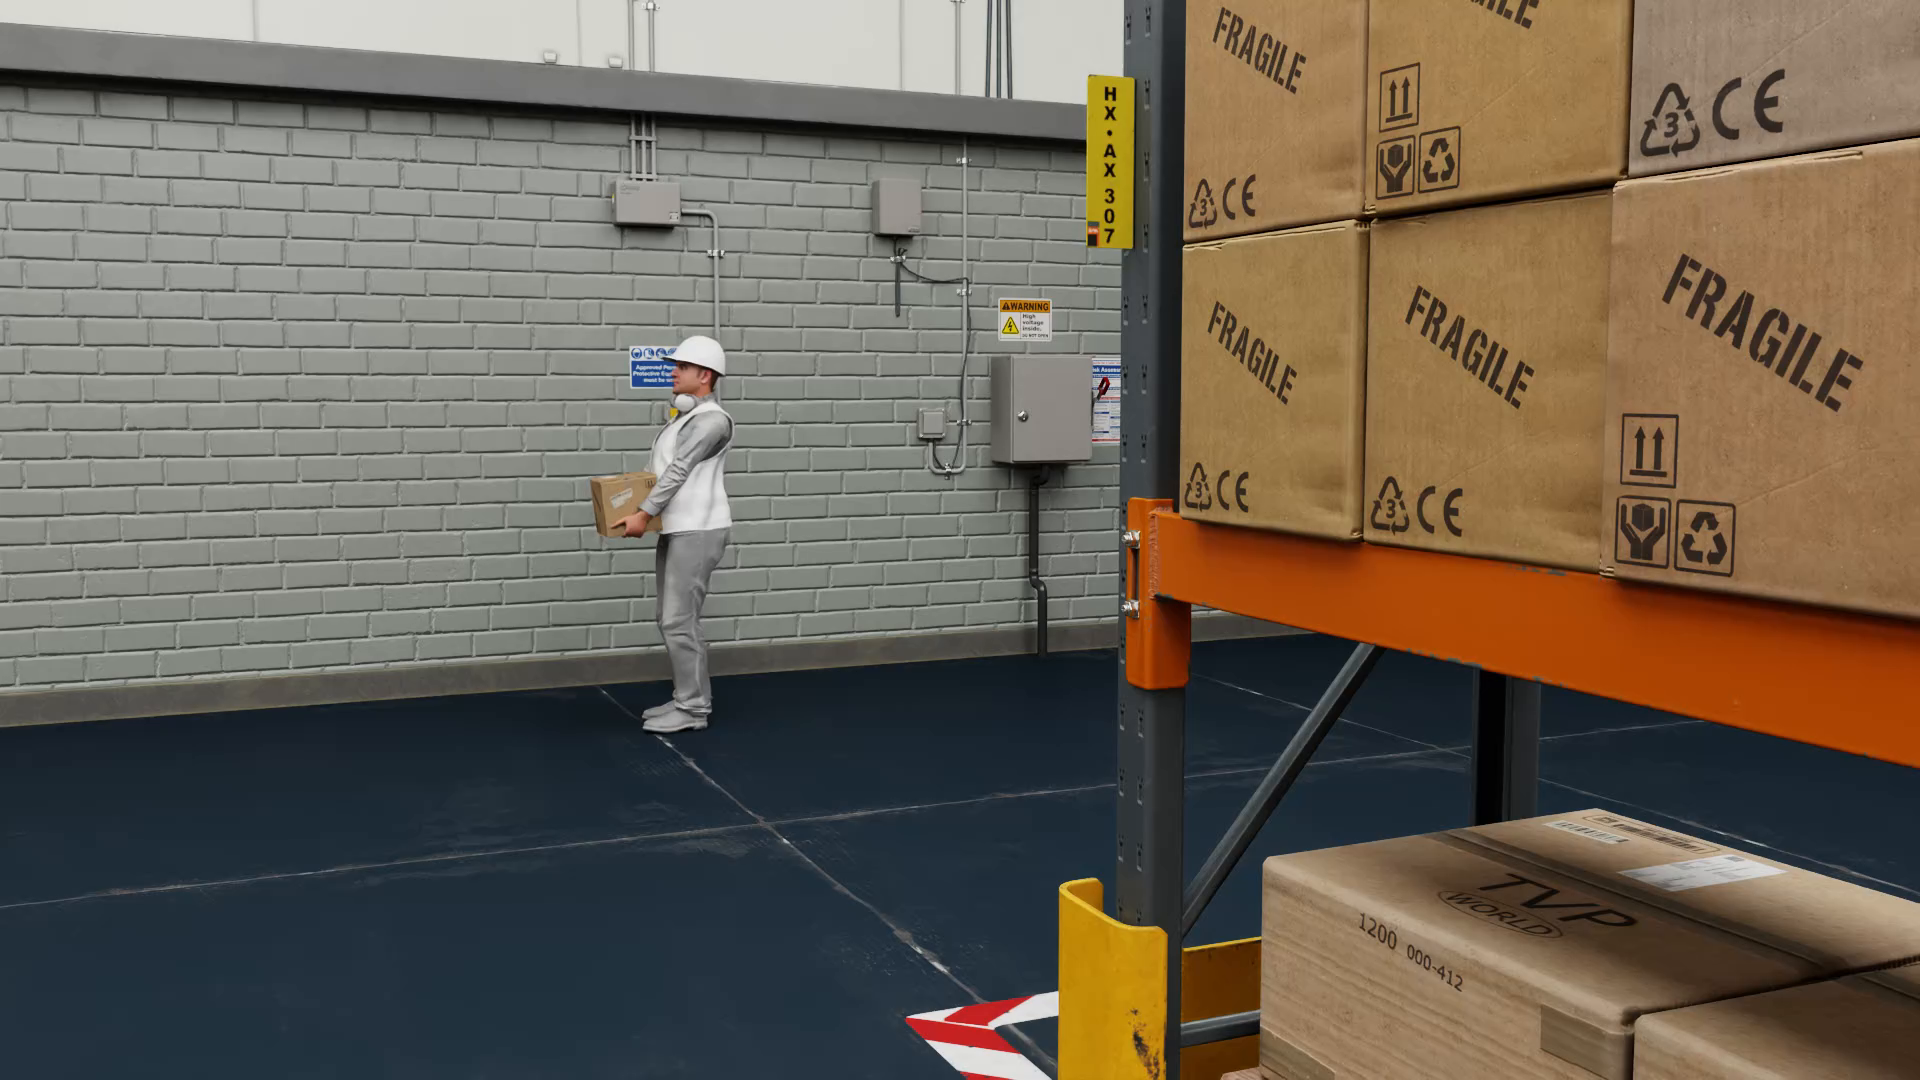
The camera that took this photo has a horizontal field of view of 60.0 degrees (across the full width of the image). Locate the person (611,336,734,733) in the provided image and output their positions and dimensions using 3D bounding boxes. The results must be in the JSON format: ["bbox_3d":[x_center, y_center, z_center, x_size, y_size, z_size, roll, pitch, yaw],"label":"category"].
[{"bbox_3d":[-1.311,-0.030,7.473,0.556,1.764,0.494,-2,6,-23],"label":"person"}]
